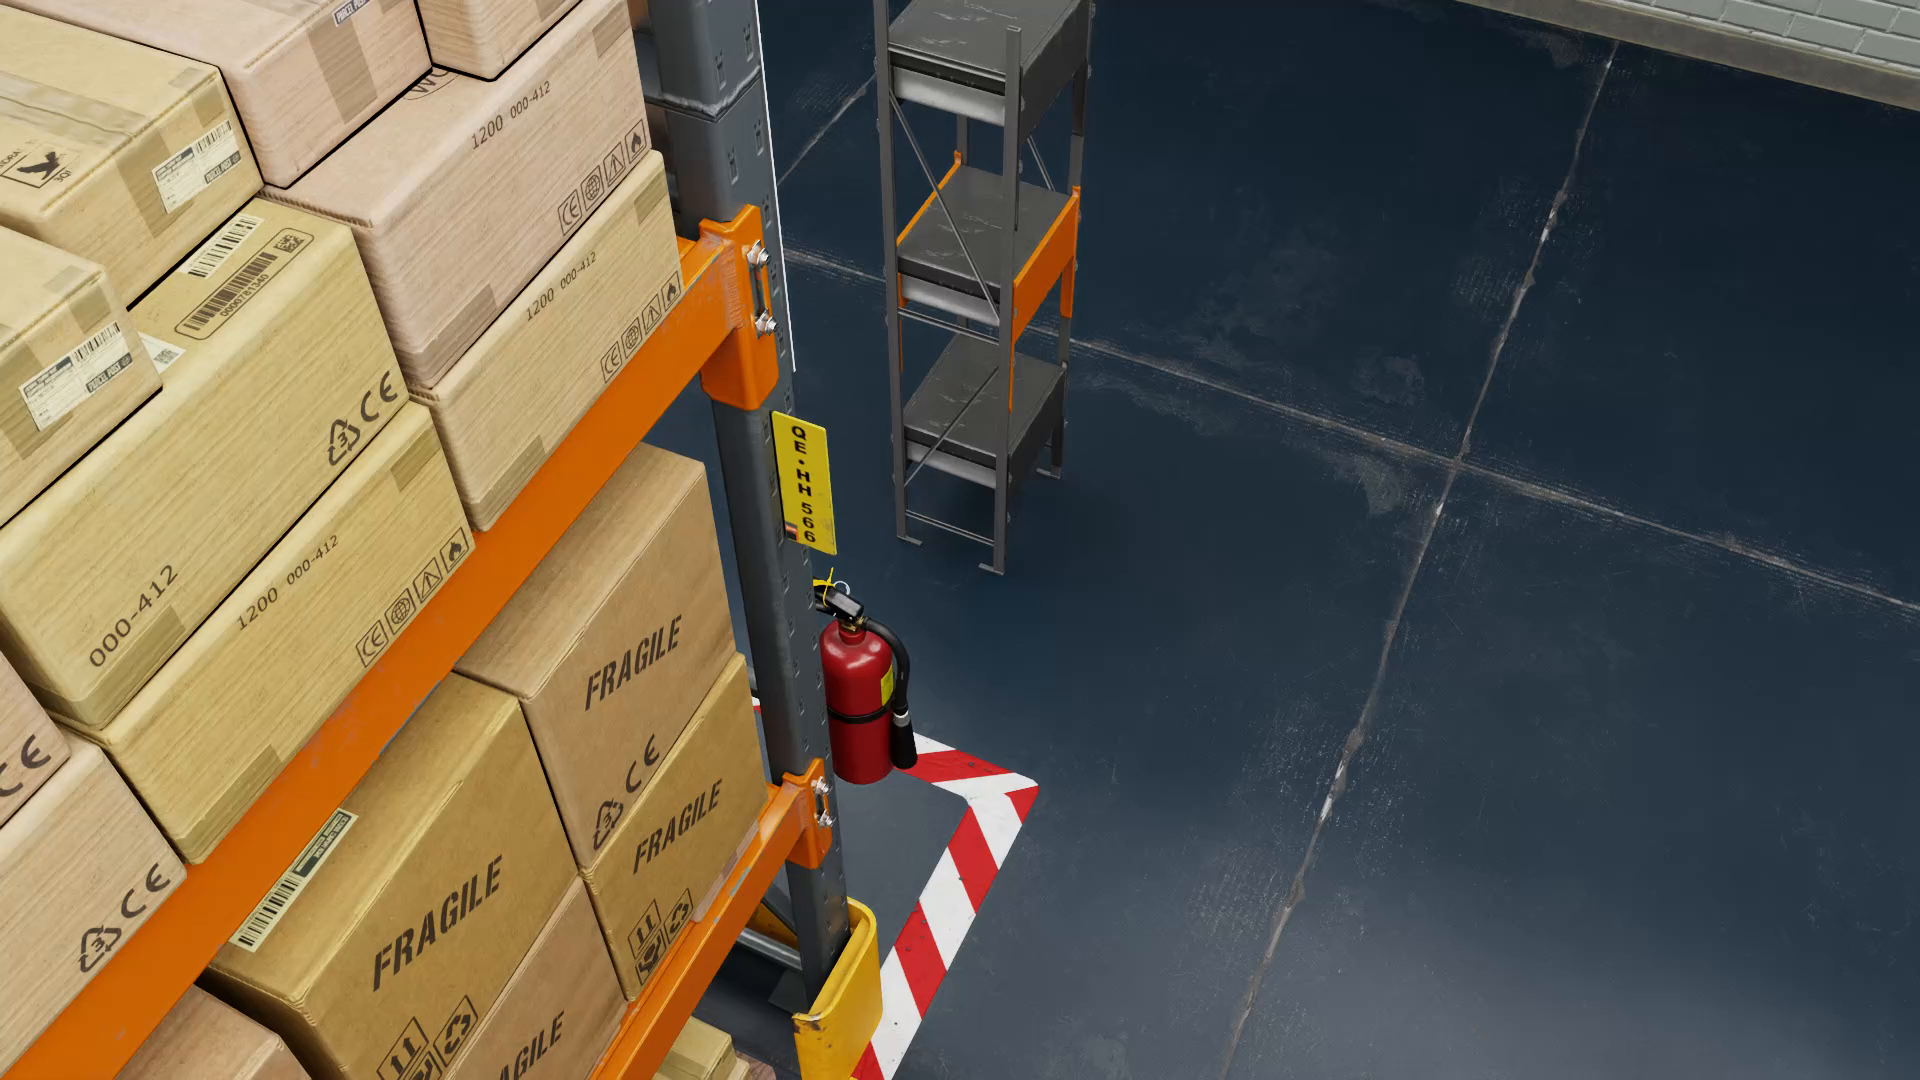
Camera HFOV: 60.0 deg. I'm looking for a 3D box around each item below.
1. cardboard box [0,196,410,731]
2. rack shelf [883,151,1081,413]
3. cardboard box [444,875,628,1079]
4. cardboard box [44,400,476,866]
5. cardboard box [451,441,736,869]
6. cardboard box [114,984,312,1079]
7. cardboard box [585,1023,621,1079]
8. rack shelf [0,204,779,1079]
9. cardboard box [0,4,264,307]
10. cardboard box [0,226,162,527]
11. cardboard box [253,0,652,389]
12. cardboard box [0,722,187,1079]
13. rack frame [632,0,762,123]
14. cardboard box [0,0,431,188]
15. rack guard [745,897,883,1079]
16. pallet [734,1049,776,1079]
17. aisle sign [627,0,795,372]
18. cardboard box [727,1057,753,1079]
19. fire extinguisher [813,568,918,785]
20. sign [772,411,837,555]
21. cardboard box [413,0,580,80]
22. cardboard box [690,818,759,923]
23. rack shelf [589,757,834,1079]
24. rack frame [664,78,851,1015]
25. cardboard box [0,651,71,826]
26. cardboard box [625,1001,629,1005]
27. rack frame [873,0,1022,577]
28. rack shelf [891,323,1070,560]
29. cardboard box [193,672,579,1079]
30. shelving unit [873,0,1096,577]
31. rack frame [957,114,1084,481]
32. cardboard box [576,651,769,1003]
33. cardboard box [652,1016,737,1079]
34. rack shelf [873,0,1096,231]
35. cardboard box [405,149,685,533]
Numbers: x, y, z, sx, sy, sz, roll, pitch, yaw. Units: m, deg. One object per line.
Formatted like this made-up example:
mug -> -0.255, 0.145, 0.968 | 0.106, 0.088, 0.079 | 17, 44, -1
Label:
cardboard box -> -0.946, -0.144, 1.703 | 0.500, 0.250, 0.500 | 19, 52, 15
rack shelf -> 0.071, -0.786, 5.058 | 0.431, 0.518, 0.480 | 20, 52, 16
cardboard box -> -0.946, 0.807, 2.833 | 0.500, 0.500, 0.500 | 19, 52, 16
cardboard box -> -0.929, 0.019, 1.893 | 0.500, 0.250, 0.500 | 20, 52, 16
cardboard box -> -0.733, 0.132, 2.750 | 0.500, 0.500, 0.500 | 19, 52, 15
cardboard box -> -1.163, 0.842, 2.146 | 0.500, 0.500, 0.500 | 22, 53, 18
cardboard box -> -0.880, 0.924, 3.159 | 0.380, 0.149, 0.250 | 19, 52, 16
rack shelf -> -1.617, 0.827, 1.579 | 1.077, 0.370, 4.000 | 20, 52, 16
cardboard box -> -0.941, -0.386, 1.648 | 0.380, 0.149, 0.250 | 18, 52, 15
cardboard box -> -0.956, -0.169, 1.463 | 0.380, 0.149, 0.250 | 21, 53, 17
cardboard box -> -0.729, -0.496, 2.003 | 0.500, 0.250, 0.500 | 18, 52, 15
cardboard box -> -1.153, 0.356, 1.607 | 0.500, 0.250, 0.500 | 22, 53, 18
rack frame -> -0.762, -1.755, 1.335 | 1.000, 3.000, 0.127 | 20, 52, 16
cardboard box -> -0.813, -0.556, 1.793 | 0.380, 0.149, 0.250 | 20, 53, 17
rack guard -> -0.795, 1.052, 4.527 | 1.175, 0.500, 0.348 | 20, 52, 16
pallet -> -1.174, 1.693, 4.171 | 1.003, 0.211, 1.213 | 20, 52, 16
aisle sign -> -0.460, -0.606, 2.589 | 0.394, 0.787, 0.004 | 20, 52, 16
cardboard box -> -0.730, 1.337, 4.044 | 0.380, 0.149, 0.250 | 19, 52, 15
fire extinguisher -> -0.237, 0.312, 3.811 | 0.296, 0.674, 0.183 | 20, 52, 16
sign -> -0.269, -0.094, 2.893 | 0.100, 0.325, 0.005 | 20, 52, 16
cardboard box -> -0.639, -0.701, 1.916 | 0.380, 0.149, 0.250 | 19, 52, 16
cardboard box -> -0.646, 0.587, 3.446 | 0.380, 0.149, 0.250 | 20, 52, 16
rack shelf -> -1.617, 1.800, 2.722 | 1.077, 0.370, 4.000 | 20, 52, 16
rack frame -> -0.762, 0.189, 3.619 | 1.000, 3.000, 0.127 | 20, 52, 16
cardboard box -> -1.168, 0.208, 1.404 | 0.500, 0.250, 0.500 | 21, 53, 17
cardboard box -> -0.786, 0.746, 3.311 | 0.380, 0.149, 0.250 | 20, 52, 16
rack frame -> -0.034, -0.626, 4.904 | 0.400, 2.100, 0.015 | 20, 52, 16
rack shelf -> 0.071, -0.332, 5.591 | 0.431, 0.518, 0.480 | 20, 52, 16
cardboard box -> -0.949, 0.481, 2.453 | 0.500, 0.500, 0.500 | 18, 52, 15
shelving unit -> 0.071, -0.794, 5.047 | 0.431, 2.100, 0.503 | 20, 52, 16
rack frame -> 0.175, -0.962, 5.190 | 0.400, 2.100, 0.015 | 20, 52, 16
cardboard box -> -0.722, 0.454, 3.134 | 0.500, 0.500, 0.500 | 21, 53, 17
cardboard box -> -0.759, 1.231, 3.938 | 0.380, 0.149, 0.250 | 20, 53, 16
rack shelf -> 0.071, -1.239, 4.525 | 0.431, 0.518, 0.480 | 20, 52, 16
cardboard box -> -0.717, -0.335, 2.194 | 0.500, 0.250, 0.500 | 19, 52, 15
